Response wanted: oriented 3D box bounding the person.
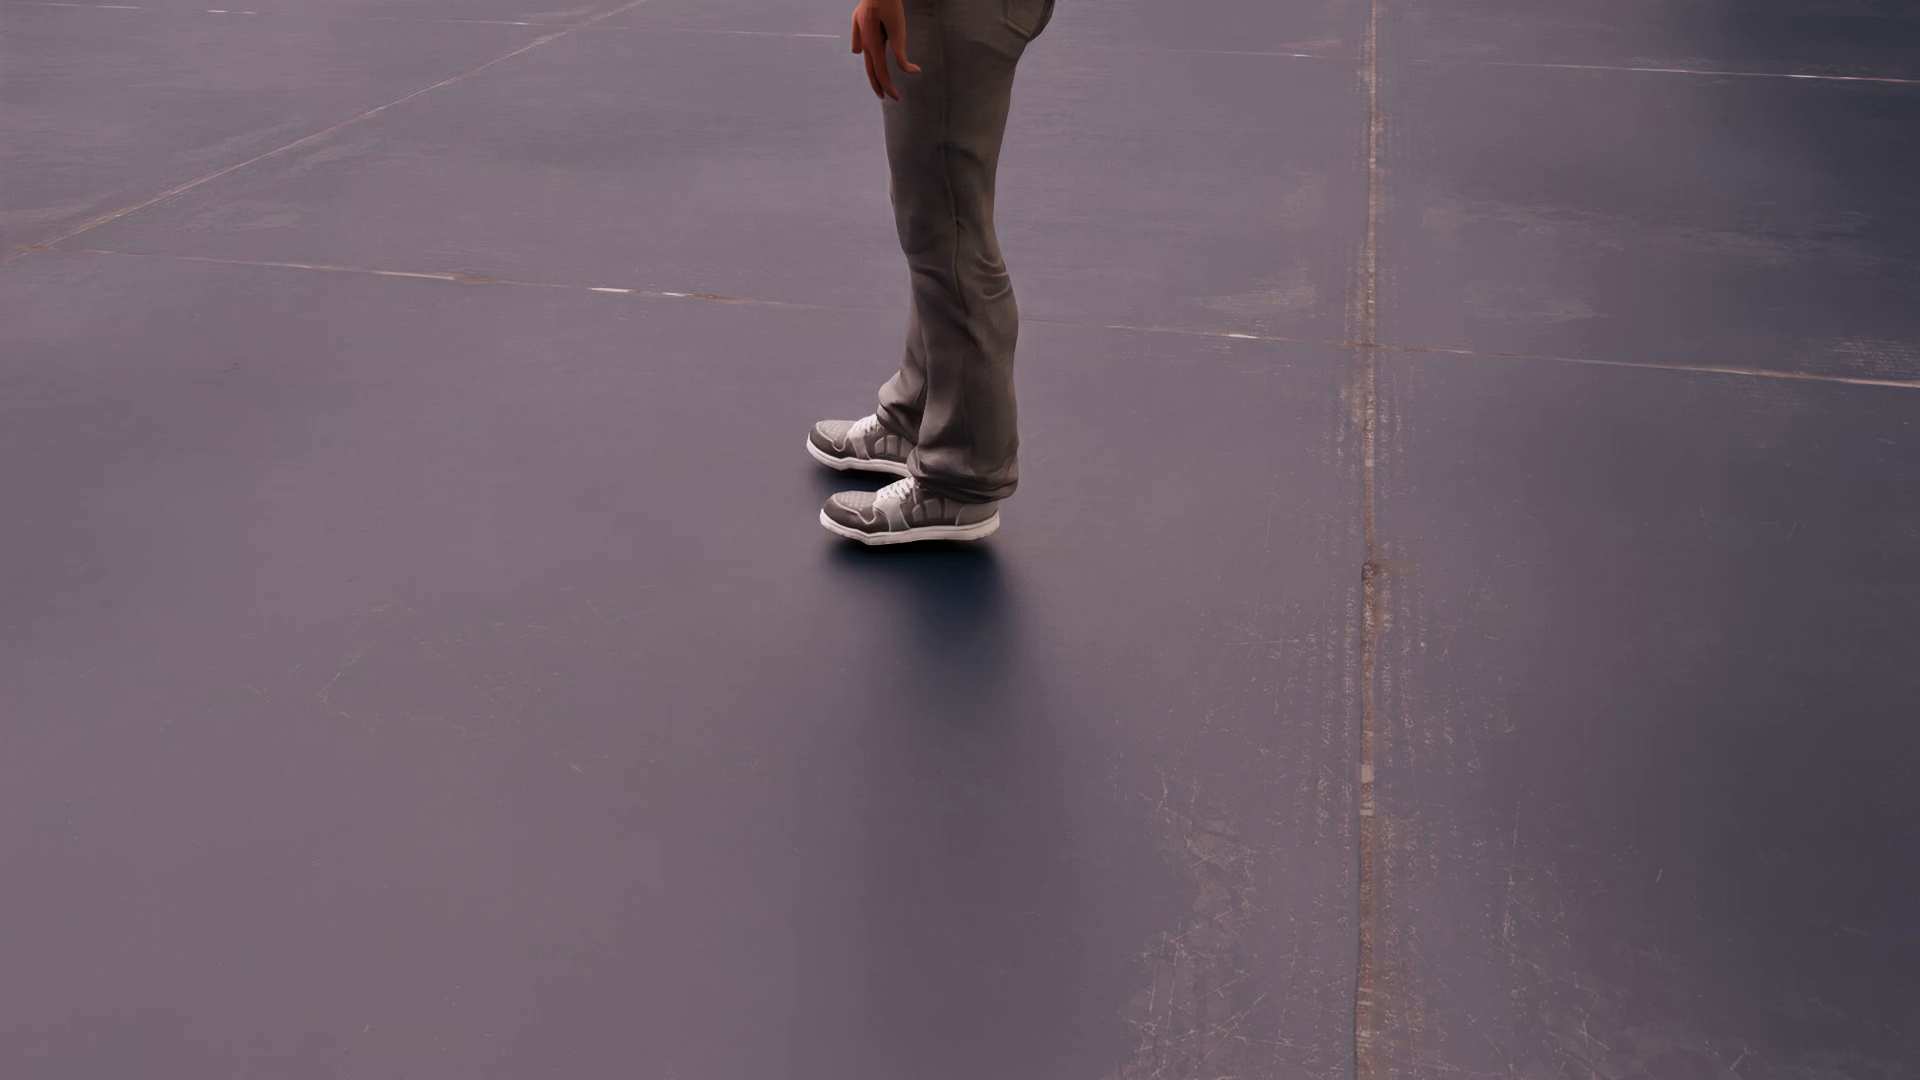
[{"bbox_3d":[-0.070,-0.734,2.164,0.473,1.599,0.520,6,27,11],"label":"person"}]
